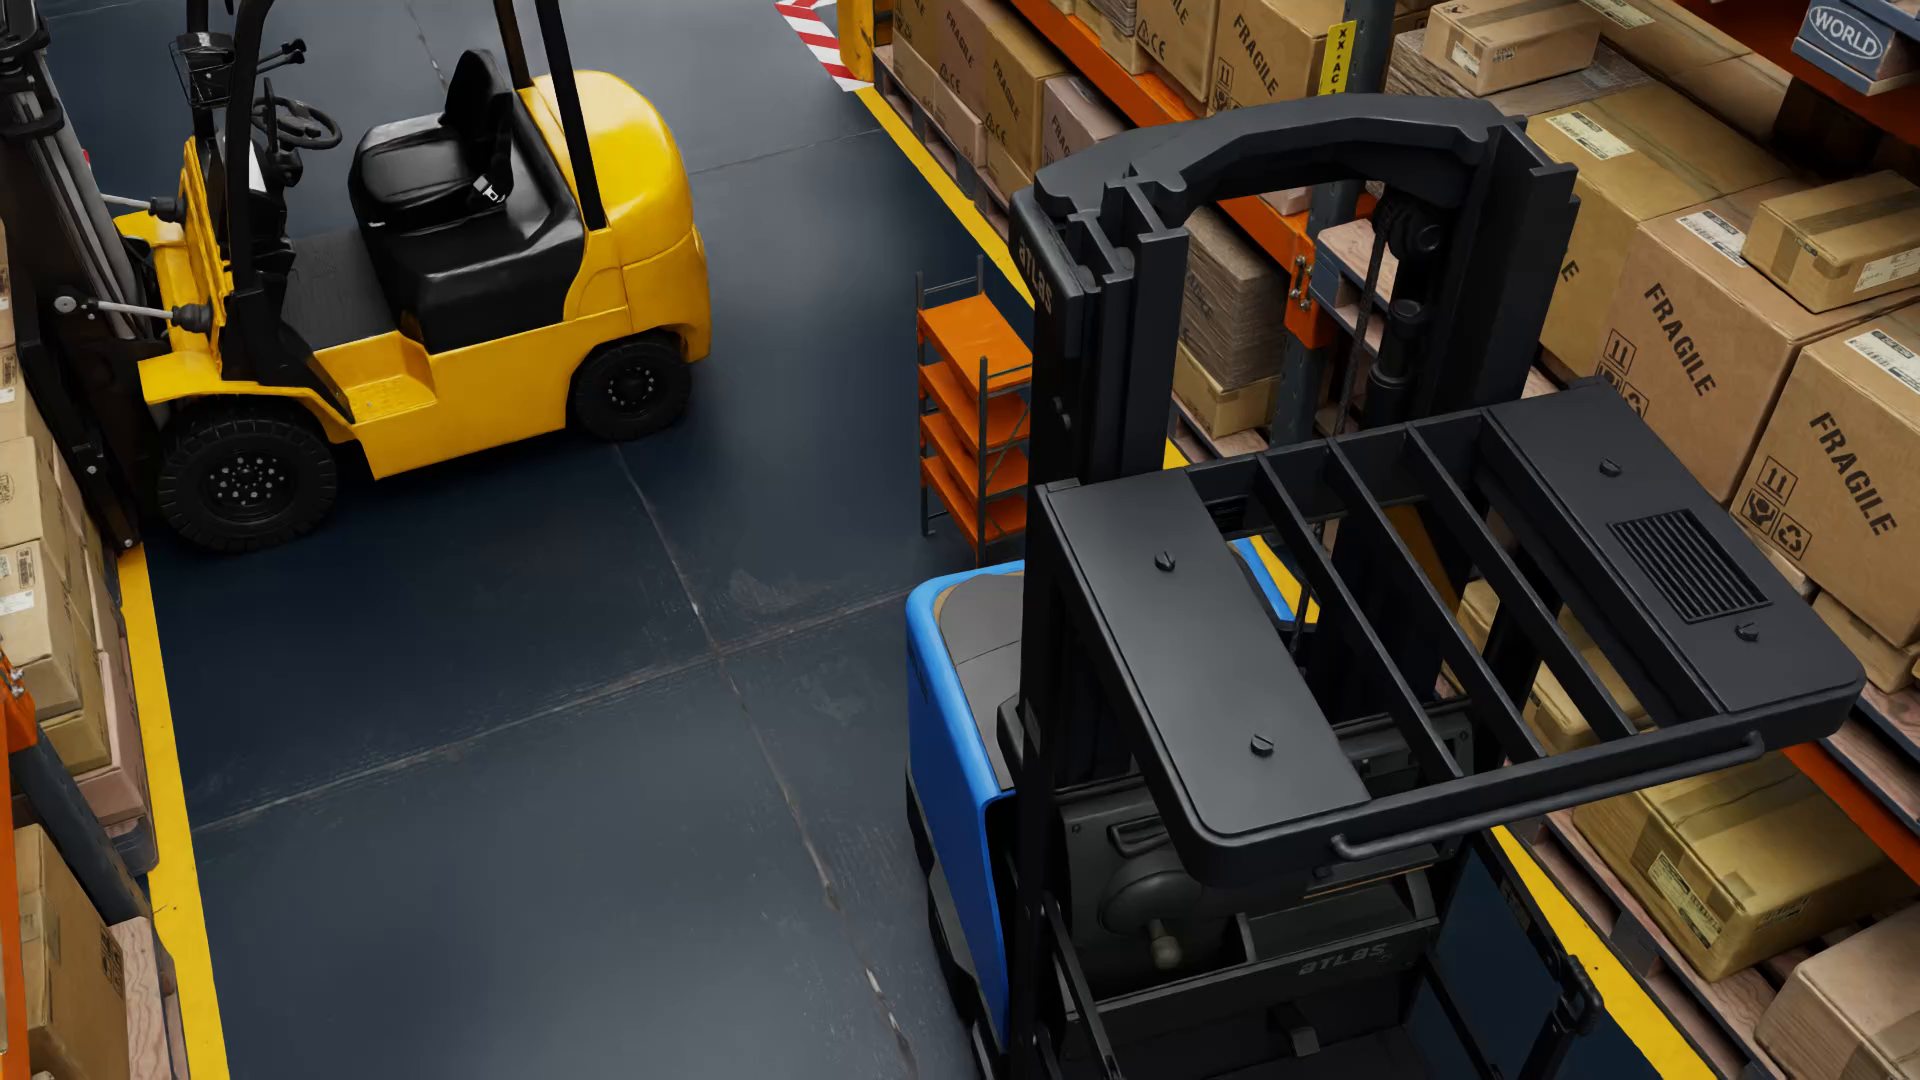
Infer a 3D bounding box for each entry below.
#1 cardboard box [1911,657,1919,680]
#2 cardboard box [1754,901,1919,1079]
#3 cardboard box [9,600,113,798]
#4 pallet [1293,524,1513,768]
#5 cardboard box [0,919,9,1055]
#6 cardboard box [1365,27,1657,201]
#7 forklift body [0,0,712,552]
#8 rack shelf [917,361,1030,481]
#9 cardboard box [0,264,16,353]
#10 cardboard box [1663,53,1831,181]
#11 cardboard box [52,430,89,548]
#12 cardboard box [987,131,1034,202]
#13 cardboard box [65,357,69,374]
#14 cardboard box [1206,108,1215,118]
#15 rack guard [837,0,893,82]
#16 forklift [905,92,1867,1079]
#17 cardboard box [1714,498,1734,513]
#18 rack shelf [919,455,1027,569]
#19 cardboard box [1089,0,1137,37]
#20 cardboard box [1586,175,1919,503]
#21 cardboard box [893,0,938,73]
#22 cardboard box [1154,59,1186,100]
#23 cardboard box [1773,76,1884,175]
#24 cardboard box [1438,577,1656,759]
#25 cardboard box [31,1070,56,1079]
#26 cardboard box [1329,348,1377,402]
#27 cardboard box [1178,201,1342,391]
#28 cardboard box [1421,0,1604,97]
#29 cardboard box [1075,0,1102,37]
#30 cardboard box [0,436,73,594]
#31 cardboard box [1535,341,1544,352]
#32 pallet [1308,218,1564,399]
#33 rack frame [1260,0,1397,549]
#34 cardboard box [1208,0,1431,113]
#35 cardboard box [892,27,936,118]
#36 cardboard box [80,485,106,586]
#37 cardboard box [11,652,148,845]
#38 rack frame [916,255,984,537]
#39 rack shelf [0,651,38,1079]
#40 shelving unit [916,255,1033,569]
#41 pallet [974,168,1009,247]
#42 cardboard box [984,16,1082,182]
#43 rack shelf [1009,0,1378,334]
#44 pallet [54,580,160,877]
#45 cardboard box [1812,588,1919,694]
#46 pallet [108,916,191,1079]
[{"bbox_3d":[2.389,0.180,3.350,0.500,0.500,0.500,-21,48,-20],"label":"cardboard box"},{"bbox_3d":[2.727,1.281,4.388,0.950,0.372,0.625,-19,48,-18],"label":"cardboard box"},{"bbox_3d":[-2.834,0.497,4.913,0.500,0.250,0.500,-18,47,-18],"label":"cardboard box"},{"bbox_3d":[1.920,0.265,5.831,1.003,0.211,1.213,-18,47,-17],"label":"pallet"},{"bbox_3d":[-2.245,0.861,3.348,0.500,0.250,0.500,-18,47,-18],"label":"cardboard box"},{"bbox_3d":[1.528,-1.131,4.678,0.500,0.500,0.500,-17,47,-16],"label":"cardboard box"},{"bbox_3d":[-2.140,-1.332,6.069,2.313,2.155,1.214,-18,47,-17],"label":"forklift body"},{"bbox_3d":[0.070,-0.433,5.612,0.258,0.148,0.480,-18,47,-17],"label":"rack shelf"},{"bbox_3d":[-3.469,-0.662,5.732,0.500,0.250,0.500,-19,48,-18],"label":"cardboard box"},{"bbox_3d":[2.203,-0.972,4.517,0.500,0.500,0.500,-18,47,-17],"label":"cardboard box"},{"bbox_3d":[-3.249,-0.147,5.566,0.500,0.250,0.500,-18,48,-18],"label":"cardboard box"},{"bbox_3d":[0.446,-1.676,7.471,0.500,0.250,0.500,-15,47,-15],"label":"cardboard box"},{"bbox_3d":[-3.667,-0.789,6.217,0.500,0.250,0.500,-19,48,-18],"label":"cardboard box"},{"bbox_3d":[1.068,-1.405,5.718,0.380,0.149,0.250,-17,47,-17],"label":"cardboard box"},{"bbox_3d":[-0.059,-2.834,8.766,1.175,0.500,0.348,-18,47,-17],"label":"rack guard"},{"bbox_3d":[0.730,0.741,3.412,1.130,2.935,3.031,-11,46,-11],"label":"forklift"},{"bbox_3d":[1.995,-0.184,4.180,0.380,0.149,0.250,-18,47,-17],"label":"cardboard box"},{"bbox_3d":[0.070,-0.132,5.908,0.258,0.148,0.480,-18,47,-17],"label":"rack shelf"},{"bbox_3d":[0.734,-2.230,6.091,0.500,0.500,0.500,-17,47,-16],"label":"cardboard box"},{"bbox_3d":[1.935,-0.493,4.032,0.500,0.500,0.500,-18,47,-18],"label":"cardboard box"},{"bbox_3d":[0.008,-2.599,7.873,0.500,0.500,0.500,-20,48,-19],"label":"cardboard box"},{"bbox_3d":[0.938,-1.757,6.074,0.380,0.149,0.250,-19,48,-18],"label":"cardboard box"},{"bbox_3d":[2.292,-1.082,4.167,0.380,0.149,0.250,-19,48,-19],"label":"cardboard box"},{"bbox_3d":[2.119,0.353,5.328,0.950,0.372,0.625,-15,47,-15],"label":"cardboard box"},{"bbox_3d":[-2.362,1.767,3.715,0.875,0.625,0.625,-18,48,-18],"label":"cardboard box"},{"bbox_3d":[1.588,-0.850,6.634,0.500,0.250,0.500,-20,48,-19],"label":"cardboard box"},{"bbox_3d":[1.099,-0.959,6.211,0.500,0.500,0.500,-19,48,-18],"label":"cardboard box"},{"bbox_3d":[1.468,-1.341,4.429,0.380,0.149,0.250,-18,47,-18],"label":"cardboard box"},{"bbox_3d":[0.669,-2.067,6.388,0.380,0.149,0.250,-19,48,-18],"label":"cardboard box"},{"bbox_3d":[-3.035,-0.011,5.073,0.500,0.250,0.500,-18,47,-17],"label":"cardboard box"},{"bbox_3d":[1.634,-0.676,4.679,0.380,0.149,0.250,-17,47,-17],"label":"cardboard box"},{"bbox_3d":[1.781,-0.625,4.884,1.003,0.211,1.213,-18,47,-17],"label":"pallet"},{"bbox_3d":[1.591,-1.223,5.354,1.000,3.000,0.127,-18,47,-17],"label":"rack frame"},{"bbox_3d":[1.179,-1.574,5.427,0.500,0.500,0.500,-19,48,-18],"label":"cardboard box"},{"bbox_3d":[-0.002,-2.347,8.152,0.500,0.250,0.500,-18,48,-18],"label":"cardboard box"},{"bbox_3d":[-3.271,0.026,5.746,0.500,0.250,0.500,-17,47,-17],"label":"cardboard box"},{"bbox_3d":[-2.814,0.668,5.096,0.500,0.250,0.500,-18,47,-17],"label":"cardboard box"},{"bbox_3d":[-0.033,-0.477,5.879,0.240,1.200,0.015,-18,47,-17],"label":"rack frame"},{"bbox_3d":[-2.070,1.776,2.827,1.077,0.370,4.000,-18,47,-17],"label":"rack shelf"},{"bbox_3d":[0.070,-0.322,5.722,0.258,1.200,0.503,-18,47,-17],"label":"shelving unit"},{"bbox_3d":[0.760,-1.427,7.546,1.003,0.211,1.213,-18,47,-17],"label":"pallet"},{"bbox_3d":[0.435,-1.945,7.210,0.500,0.500,0.500,-17,47,-17],"label":"cardboard box"},{"bbox_3d":[0.750,-2.242,6.898,1.077,0.370,4.000,-18,47,-17],"label":"rack shelf"},{"bbox_3d":[-3.207,0.718,5.371,1.003,0.211,1.213,-18,47,-17],"label":"pallet"},{"bbox_3d":[2.198,0.162,3.830,0.380,0.149,0.250,-19,48,-19],"label":"cardboard box"},{"bbox_3d":[-2.566,1.696,4.381,1.003,0.211,1.213,-18,47,-17],"label":"pallet"}]
